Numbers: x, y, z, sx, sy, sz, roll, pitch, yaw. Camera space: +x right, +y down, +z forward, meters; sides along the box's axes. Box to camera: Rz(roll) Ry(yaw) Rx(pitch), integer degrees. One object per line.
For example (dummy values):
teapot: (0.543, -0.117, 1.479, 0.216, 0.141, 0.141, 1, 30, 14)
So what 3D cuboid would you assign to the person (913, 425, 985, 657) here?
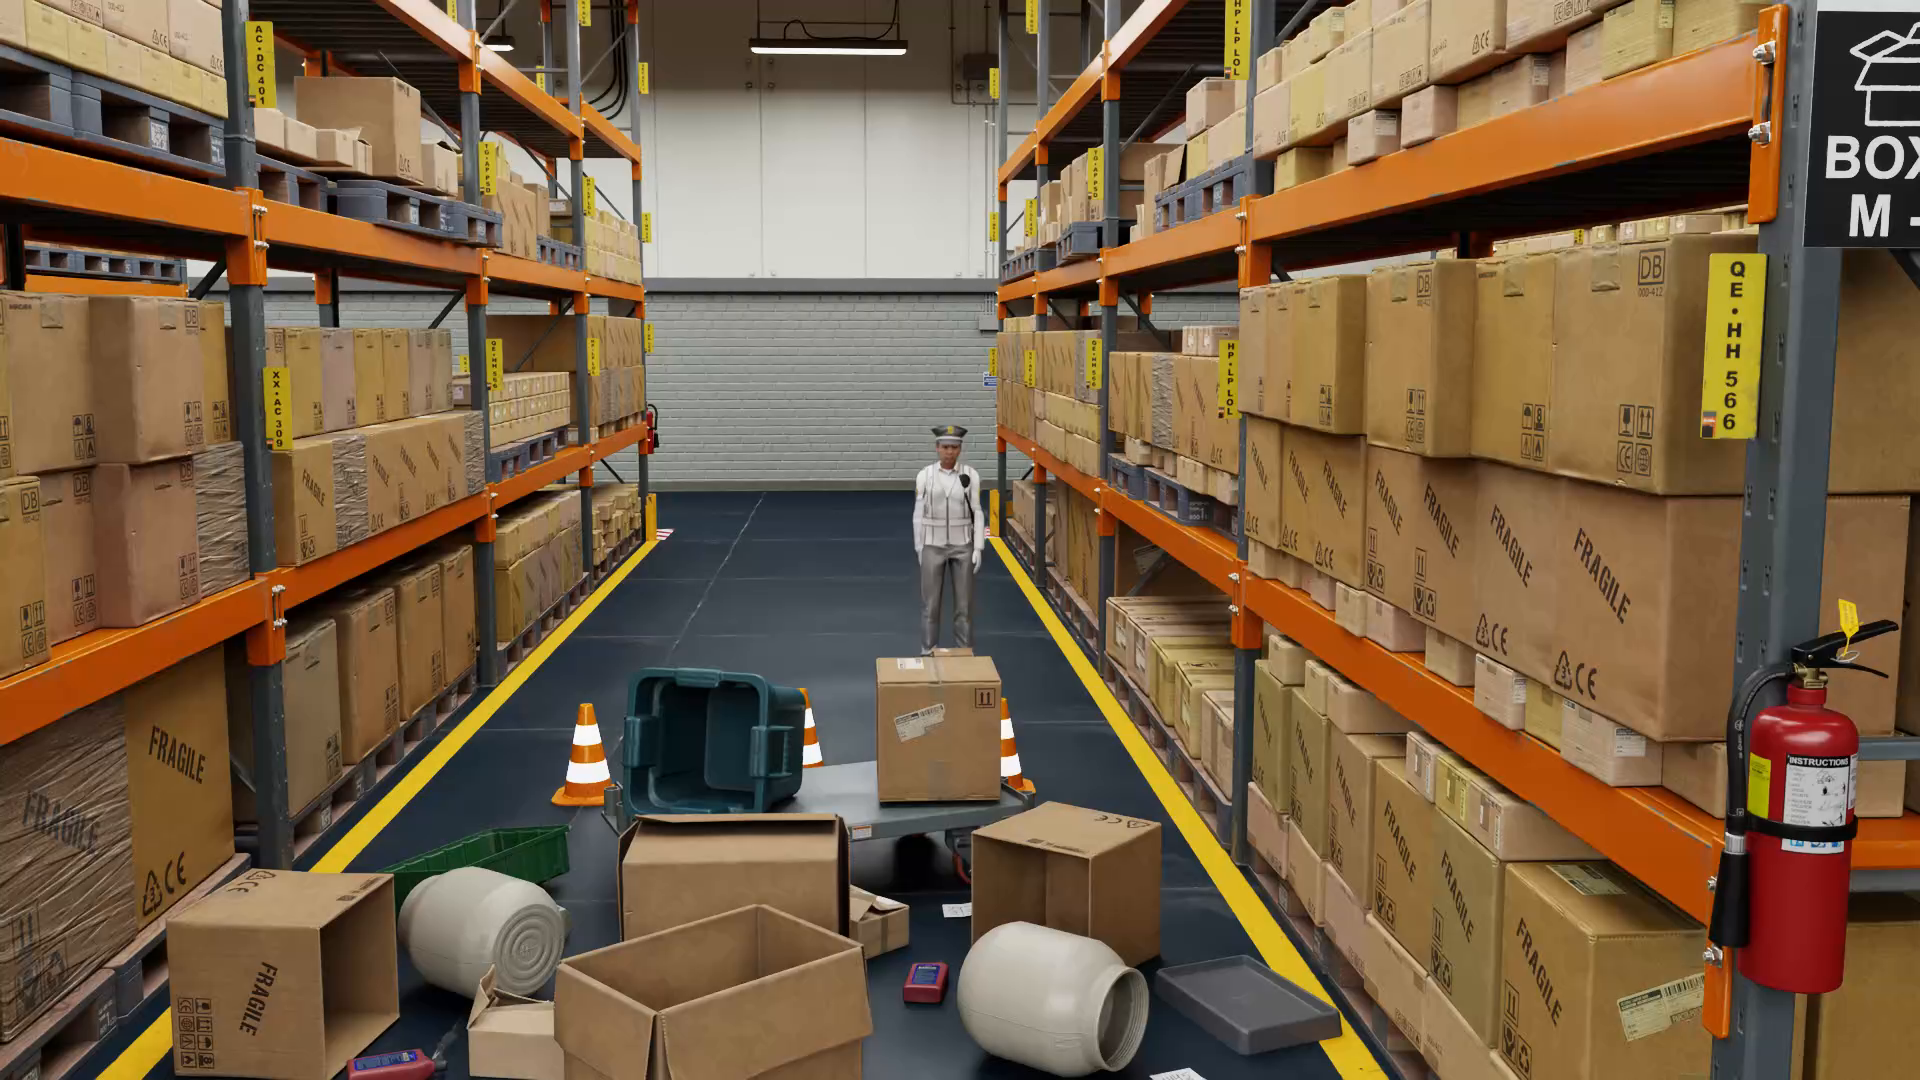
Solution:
person: (-0.074, 0.073, 11.060, 0.473, 1.685, 0.345, 0, 7, -3)
